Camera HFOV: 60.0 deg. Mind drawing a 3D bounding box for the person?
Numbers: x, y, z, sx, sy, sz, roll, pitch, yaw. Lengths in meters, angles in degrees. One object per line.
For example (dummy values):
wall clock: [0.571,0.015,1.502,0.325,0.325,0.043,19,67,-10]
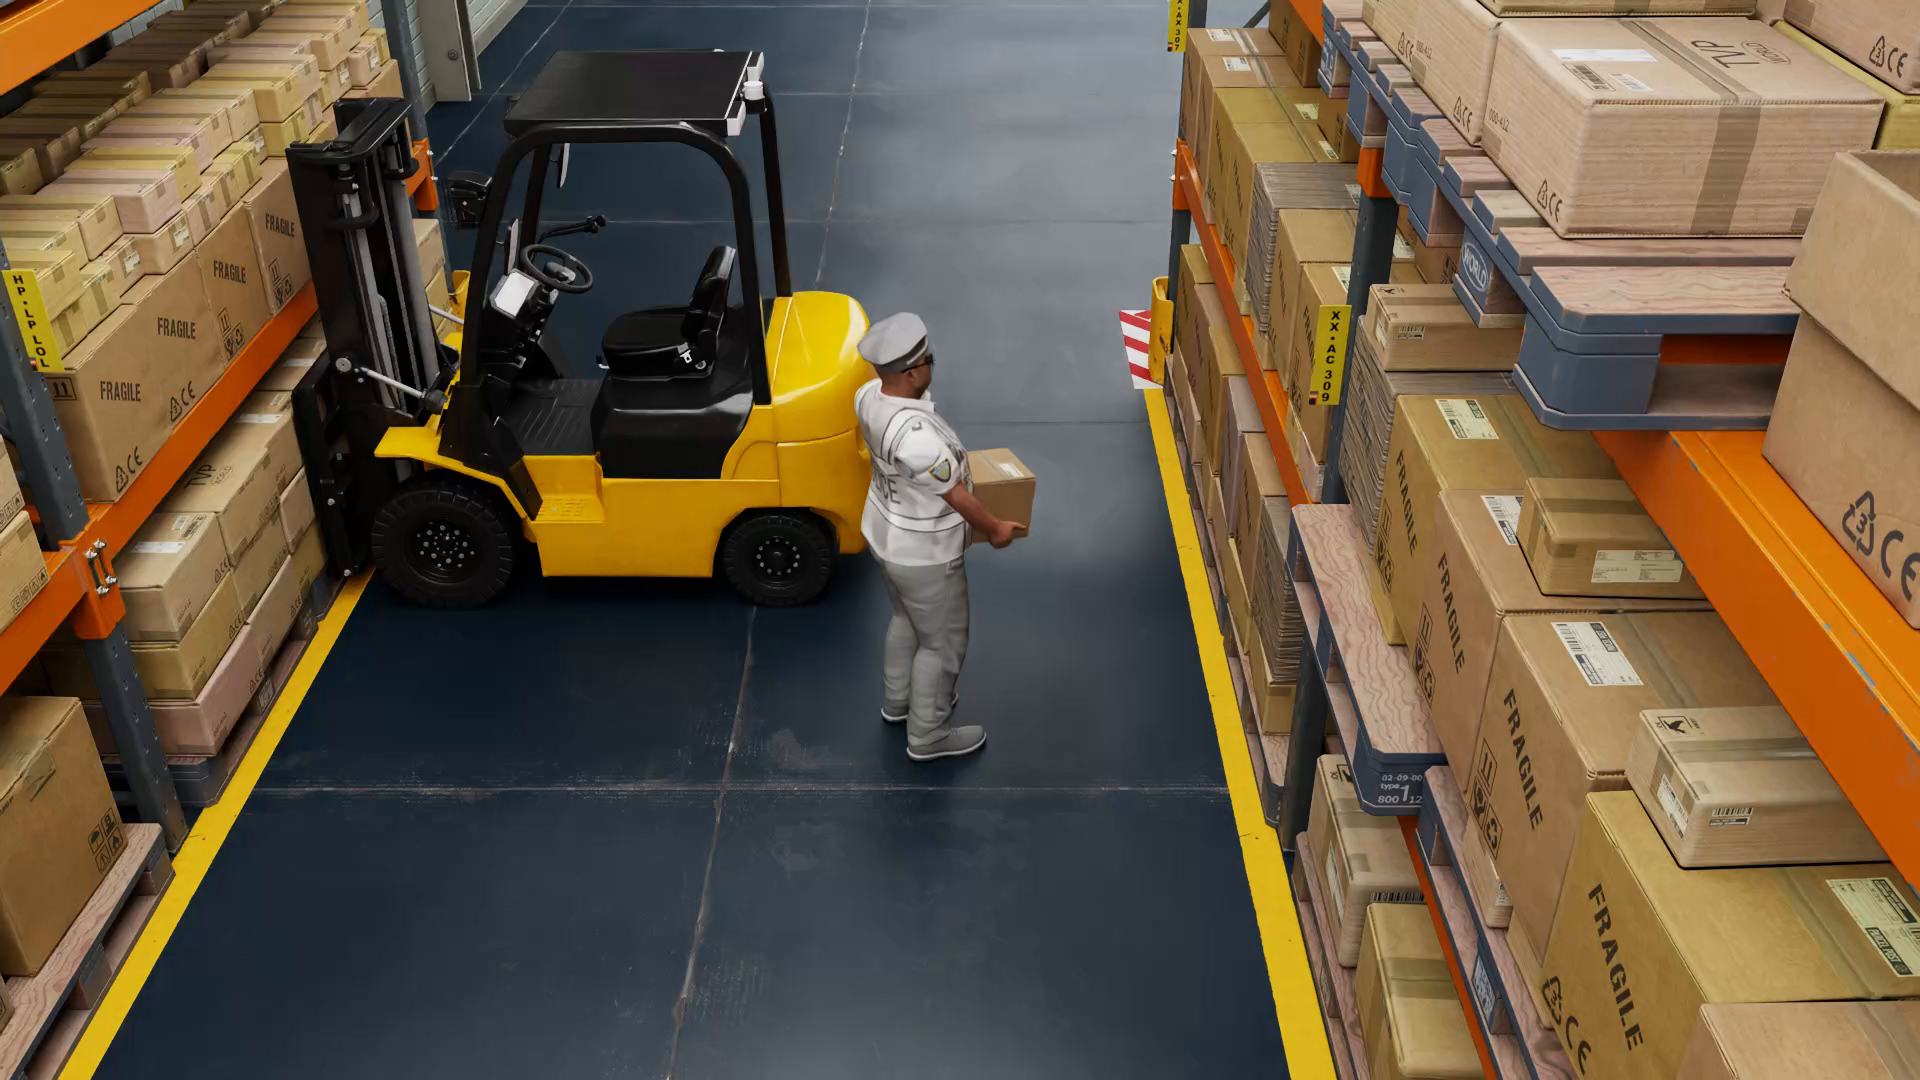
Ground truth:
person: [-0.074,-0.023,6.151,0.563,1.767,0.494,-13,34,-20]
